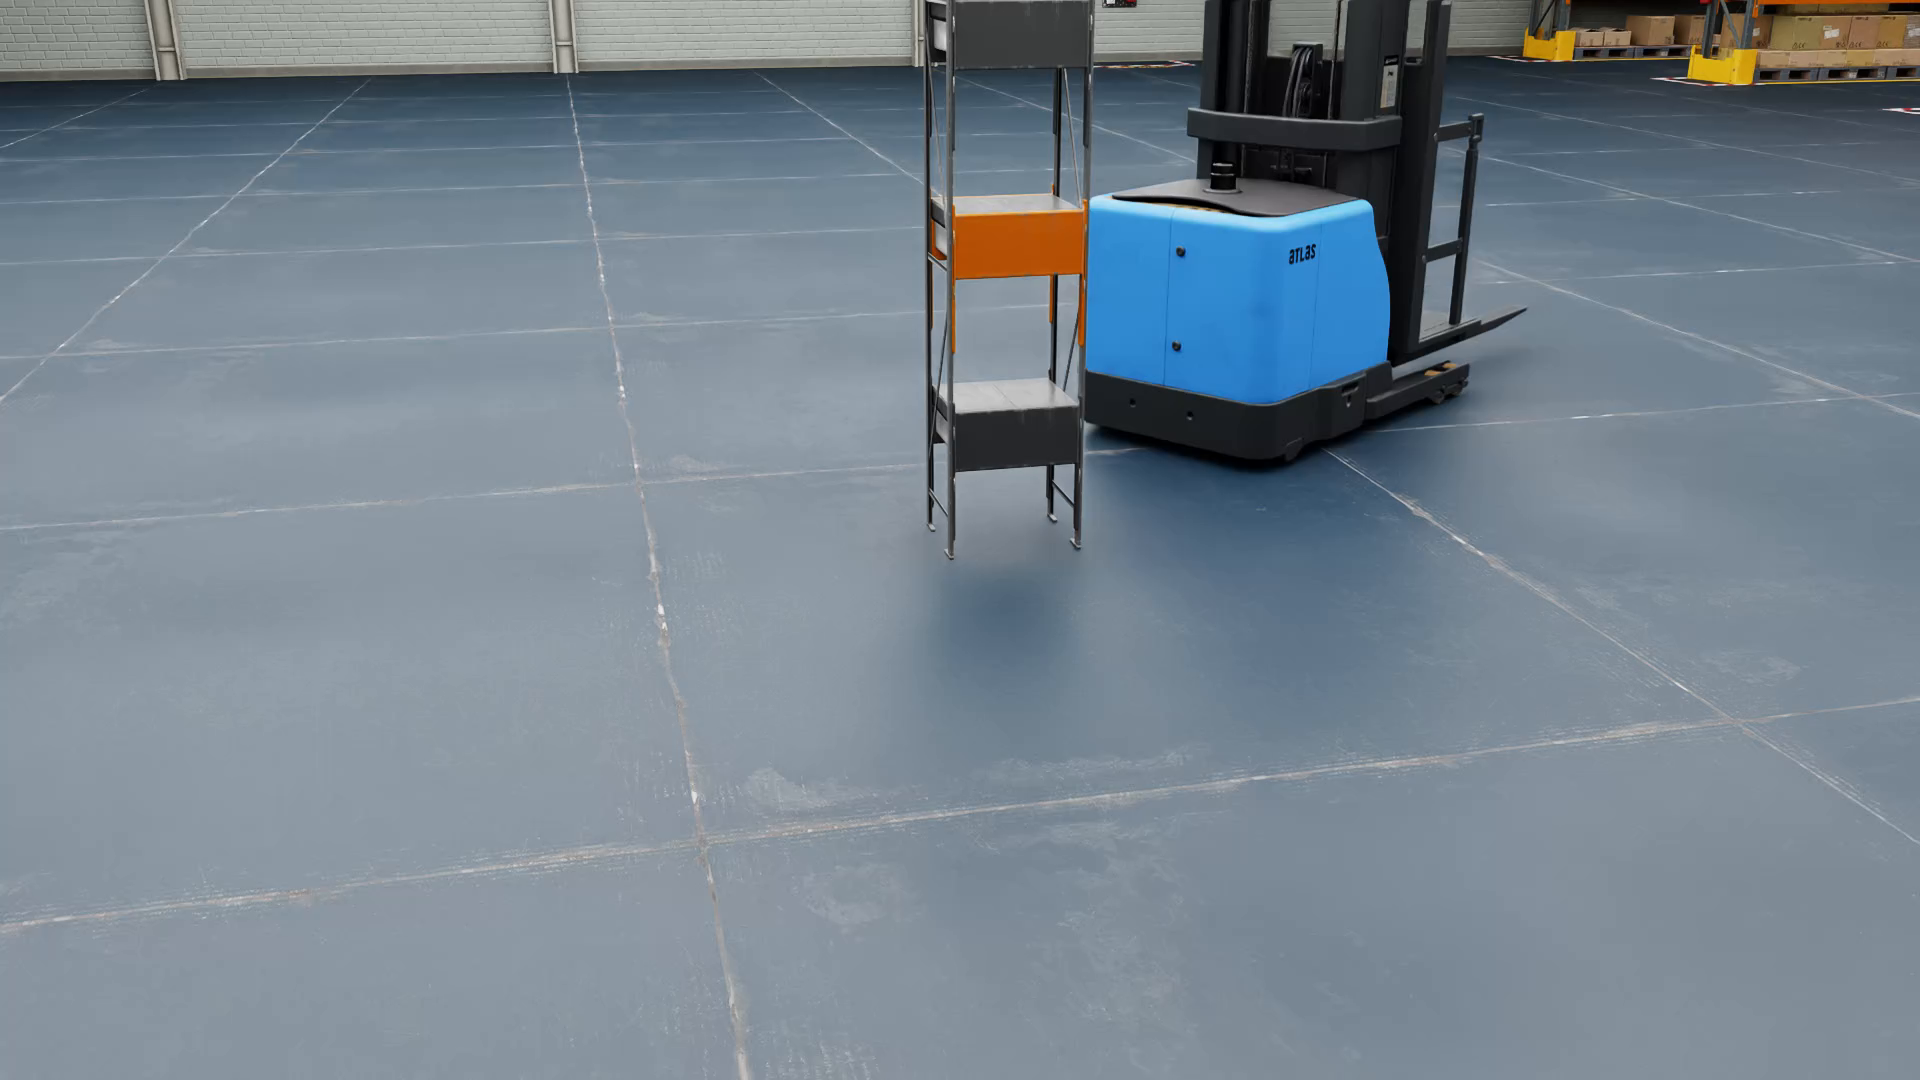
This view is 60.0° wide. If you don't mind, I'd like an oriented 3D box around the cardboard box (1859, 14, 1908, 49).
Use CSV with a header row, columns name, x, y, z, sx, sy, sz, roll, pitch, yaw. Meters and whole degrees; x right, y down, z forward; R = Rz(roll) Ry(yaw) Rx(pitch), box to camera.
name,x,y,z,sx,sy,sz,roll,pitch,yaw
cardboard box,14.248,-7.880,25.762,0.500,0.500,0.500,-5,21,-12

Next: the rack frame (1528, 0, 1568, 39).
name,x,y,z,sx,sy,sz,roll,pitch,yaw
rack frame,10.588,-10.149,29.661,0.127,3.000,1.000,-5,21,-12

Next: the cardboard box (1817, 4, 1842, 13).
name,x,y,z,sx,sy,sz,roll,pitch,yaw
cardboard box,16.126,-9.993,31.138,0.500,0.250,0.500,-5,21,-14

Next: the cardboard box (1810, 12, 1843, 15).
name,x,y,z,sx,sy,sz,roll,pitch,yaw
cardboard box,13.641,-8.015,26.131,0.500,0.500,0.500,-5,21,-12

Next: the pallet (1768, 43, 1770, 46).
name,x,y,z,sx,sy,sz,roll,pitch,yaw
pallet,15.238,-9.219,31.174,1.213,0.211,1.003,-5,21,-12

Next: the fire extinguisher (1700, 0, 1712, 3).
name,x,y,z,sx,sy,sz,roll,pitch,yaw
fire extinguisher,11.509,-8.601,25.547,0.183,0.674,0.296,-5,21,-12

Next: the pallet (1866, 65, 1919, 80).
name,x,y,z,sx,sy,sz,roll,pitch,yaw
pallet,14.840,-7.450,26.345,1.213,0.211,1.003,-5,21,-12

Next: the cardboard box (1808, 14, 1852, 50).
name,x,y,z,sx,sy,sz,roll,pitch,yaw
cardboard box,13.274,-7.802,25.549,0.500,0.500,0.500,-5,21,-12

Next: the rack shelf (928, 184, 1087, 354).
name,x,y,z,sx,sy,sz,roll,pitch,yaw
rack shelf,0.161,-0.986,5.994,0.480,0.518,0.431,-5,21,-12

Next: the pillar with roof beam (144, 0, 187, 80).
name,x,y,z,sx,sy,sz,roll,pitch,yaw
pillar with roof beam,-11.296,-9.971,20.451,0.400,9.000,9.100,-5,21,-12

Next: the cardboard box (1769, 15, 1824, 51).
name,x,y,z,sx,sy,sz,roll,pitch,yaw
cardboard box,12.790,-7.758,25.429,0.500,0.500,0.500,-5,21,-12

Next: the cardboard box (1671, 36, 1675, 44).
name,x,y,z,sx,sy,sz,roll,pitch,yaw
cardboard box,12.919,-9.214,30.612,0.250,0.149,0.380,-6,21,-17

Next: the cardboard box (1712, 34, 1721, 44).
name,x,y,z,sx,sy,sz,roll,pitch,yaw
cardboard box,13.967,-9.290,30.793,0.250,0.166,0.380,-7,21,-20

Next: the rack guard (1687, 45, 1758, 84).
name,x,y,z,sx,sy,sz,roll,pitch,yaw
rack guard,11.708,-7.316,25.559,0.348,0.500,1.175,-5,21,-12

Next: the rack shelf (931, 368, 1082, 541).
name,x,y,z,sx,sy,sz,roll,pitch,yaw
rack shelf,0.161,-0.329,6.235,0.480,0.518,0.431,-5,21,-12

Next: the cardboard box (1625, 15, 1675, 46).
name,x,y,z,sx,sy,sz,roll,pitch,yaw
cardboard box,12.562,-9.293,30.318,0.500,0.500,0.700,-6,21,-16

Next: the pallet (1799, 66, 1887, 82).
name,x,y,z,sx,sy,sz,roll,pitch,yaw
pallet,13.651,-7.352,26.078,1.213,0.211,1.003,-5,21,-12

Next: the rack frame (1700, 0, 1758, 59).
name,x,y,z,sx,sy,sz,roll,pitch,yaw
rack frame,11.731,-8.492,25.135,0.127,3.000,1.000,-5,21,-12

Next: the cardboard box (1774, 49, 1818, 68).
name,x,y,z,sx,sy,sz,roll,pitch,yaw
cardboard box,12.790,-7.406,25.559,0.500,0.250,0.500,-5,21,-12

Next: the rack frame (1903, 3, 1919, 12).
name,x,y,z,sx,sy,sz,roll,pitch,yaw
rack frame,18.373,-10.783,31.389,0.127,3.000,1.000,-5,21,-12

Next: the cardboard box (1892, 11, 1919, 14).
name,x,y,z,sx,sy,sz,roll,pitch,yaw
cardboard box,15.100,-8.134,26.457,0.500,0.500,0.500,-5,21,-12

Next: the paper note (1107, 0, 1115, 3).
name,x,y,z,sx,sy,sz,roll,pitch,yaw
paper note,2.629,-9.432,28.983,0.142,0.148,0.016,-5,21,-12

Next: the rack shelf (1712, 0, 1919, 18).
name,x,y,z,sx,sy,sz,roll,pitch,yaw
rack shelf,13.677,-8.312,25.691,4.000,0.370,1.077,-5,21,-12

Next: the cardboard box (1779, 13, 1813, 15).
name,x,y,z,sx,sy,sz,roll,pitch,yaw
cardboard box,13.154,-7.976,26.024,0.500,0.500,0.500,-5,21,-12

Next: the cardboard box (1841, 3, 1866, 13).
name,x,y,z,sx,sy,sz,roll,pitch,yaw
cardboard box,16.616,-10.027,31.230,0.500,0.250,0.500,-5,21,-13

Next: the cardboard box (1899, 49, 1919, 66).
name,x,y,z,sx,sy,sz,roll,pitch,yaw
cardboard box,14.734,-7.568,26.001,0.500,0.250,0.500,-5,21,-12

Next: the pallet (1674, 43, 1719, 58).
name,x,y,z,sx,sy,sz,roll,pitch,yaw
pallet,13.835,-9.092,30.827,1.213,0.211,1.003,-5,21,-12

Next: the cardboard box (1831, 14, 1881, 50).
name,x,y,z,sx,sy,sz,roll,pitch,yaw
cardboard box,13.765,-7.836,25.641,0.500,0.500,0.500,-5,21,-12

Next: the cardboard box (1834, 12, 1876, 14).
name,x,y,z,sx,sy,sz,roll,pitch,yaw
cardboard box,14.127,-8.055,26.240,0.500,0.500,0.500,-5,21,-12

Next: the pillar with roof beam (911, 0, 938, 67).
name,x,y,z,sx,sy,sz,roll,pitch,yaw
pillar with roof beam,0.382,-10.920,23.044,0.400,9.000,9.100,-5,21,-12

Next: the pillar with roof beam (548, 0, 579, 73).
name,x,y,z,sx,sy,sz,roll,pitch,yaw
pillar with roof beam,-5.457,-10.446,21.747,0.400,9.000,9.100,-5,21,-12

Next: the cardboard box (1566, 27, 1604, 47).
name,x,y,z,sx,sy,sz,roll,pitch,yaw
cardboard box,11.282,-9.118,30.115,0.500,0.311,0.500,-7,21,-19

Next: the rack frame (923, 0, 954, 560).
name,x,y,z,sx,sy,sz,roll,pitch,yaw
rack frame,-0.076,-0.980,5.936,0.015,2.100,0.400,-5,21,-12

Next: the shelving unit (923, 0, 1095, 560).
name,x,y,z,sx,sy,sz,roll,pitch,yaw
shelving unit,0.161,-0.999,5.989,0.503,2.100,0.431,-5,21,-12

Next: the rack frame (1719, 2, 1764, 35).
name,x,y,z,sx,sy,sz,roll,pitch,yaw
rack frame,14.480,-10.466,30.525,0.127,3.000,1.000,-5,21,-12

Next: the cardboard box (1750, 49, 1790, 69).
name,x,y,z,sx,sy,sz,roll,pitch,yaw
cardboard box,12.304,-7.366,25.448,0.500,0.250,0.500,-5,21,-12

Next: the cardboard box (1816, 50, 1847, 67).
name,x,y,z,sx,sy,sz,roll,pitch,yaw
cardboard box,13.277,-7.446,25.667,0.500,0.250,0.500,-5,21,-12

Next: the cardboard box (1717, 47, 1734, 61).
name,x,y,z,sx,sy,sz,roll,pitch,yaw
cardboard box,12.185,-7.539,25.921,0.500,0.250,0.500,-5,21,-12

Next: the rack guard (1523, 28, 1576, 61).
name,x,y,z,sx,sy,sz,roll,pitch,yaw
rack guard,10.662,-8.982,30.107,0.348,0.500,1.175,-5,21,-12

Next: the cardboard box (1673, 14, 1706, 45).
name,x,y,z,sx,sy,sz,roll,pitch,yaw
cardboard box,13.479,-9.403,30.618,0.500,0.500,0.500,-6,21,-17

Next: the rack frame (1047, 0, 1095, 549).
name,x,y,z,sx,sy,sz,roll,pitch,yaw
rack frame,0.399,-1.018,6.042,0.015,2.100,0.400,-5,21,-12

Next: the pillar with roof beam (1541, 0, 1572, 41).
name,x,y,z,sx,sy,sz,roll,pitch,yaw
pillar with roof beam,12.060,-11.870,25.636,0.400,9.000,9.100,-5,21,-12

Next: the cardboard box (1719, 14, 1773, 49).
name,x,y,z,sx,sy,sz,roll,pitch,yaw
cardboard box,12.185,-7.892,25.794,0.500,0.500,0.500,-5,21,-12

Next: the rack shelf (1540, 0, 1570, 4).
name,x,y,z,sx,sy,sz,roll,pitch,yaw
rack shelf,12.534,-9.970,30.216,4.000,0.370,1.077,-5,21,-12

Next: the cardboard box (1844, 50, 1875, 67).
name,x,y,z,sx,sy,sz,roll,pitch,yaw
cardboard box,13.764,-7.484,25.771,0.500,0.250,0.500,-5,21,-12

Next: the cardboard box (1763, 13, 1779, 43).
name,x,y,z,sx,sy,sz,roll,pitch,yaw
cardboard box,15.193,-9.563,31.053,0.500,0.500,0.700,-4,20,-11

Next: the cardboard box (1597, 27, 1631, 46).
name,x,y,z,sx,sy,sz,roll,pitch,yaw
cardboard box,11.836,-9.163,30.238,0.500,0.311,0.500,-3,20,-8

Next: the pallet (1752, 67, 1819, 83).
name,x,y,z,sx,sy,sz,roll,pitch,yaw
pallet,12.466,-7.257,25.818,1.213,0.211,1.003,-5,21,-12

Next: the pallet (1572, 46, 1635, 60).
name,x,y,z,sx,sy,sz,roll,pitch,yaw
pallet,11.460,-8.899,30.300,1.213,0.211,1.003,-5,21,-12

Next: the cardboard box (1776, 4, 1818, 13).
name,x,y,z,sx,sy,sz,roll,pitch,yaw
cardboard box,15.621,-9.951,31.023,0.500,0.250,0.500,-5,21,-14

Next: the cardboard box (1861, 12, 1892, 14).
name,x,y,z,sx,sy,sz,roll,pitch,yaw
cardboard box,14.616,-8.092,26.341,0.500,0.500,0.500,-5,21,-12

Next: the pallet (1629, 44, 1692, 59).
name,x,y,z,sx,sy,sz,roll,pitch,yaw
pallet,12.645,-8.994,30.560,1.213,0.211,1.003,-5,21,-12

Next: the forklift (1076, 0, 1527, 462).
name,x,y,z,sx,sy,sz,roll,pitch,yaw
forklift,1.882,-2.141,7.899,1.130,2.935,3.031,17,26,38

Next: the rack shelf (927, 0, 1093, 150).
name,x,y,z,sx,sy,sz,roll,pitch,yaw
rack shelf,0.161,-1.644,5.753,0.480,0.518,0.431,-5,21,-12

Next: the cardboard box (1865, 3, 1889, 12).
name,x,y,z,sx,sy,sz,roll,pitch,yaw
cardboard box,17.115,-10.069,31.345,0.500,0.250,0.500,-4,21,-11

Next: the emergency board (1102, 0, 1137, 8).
name,x,y,z,sx,sy,sz,roll,pitch,yaw
emergency board,2.817,-9.837,28.807,0.643,1.169,0.194,-5,21,-12

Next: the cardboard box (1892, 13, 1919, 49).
name,x,y,z,sx,sy,sz,roll,pitch,yaw
cardboard box,14.734,-7.921,25.873,0.500,0.500,0.500,-5,21,-12

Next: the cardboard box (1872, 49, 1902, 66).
name,x,y,z,sx,sy,sz,roll,pitch,yaw
cardboard box,14.251,-7.524,25.879,0.500,0.250,0.500,-5,21,-12

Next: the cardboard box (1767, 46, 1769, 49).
name,x,y,z,sx,sy,sz,roll,pitch,yaw
cardboard box,12.669,-7.583,26.040,0.500,0.250,0.500,-5,21,-12
